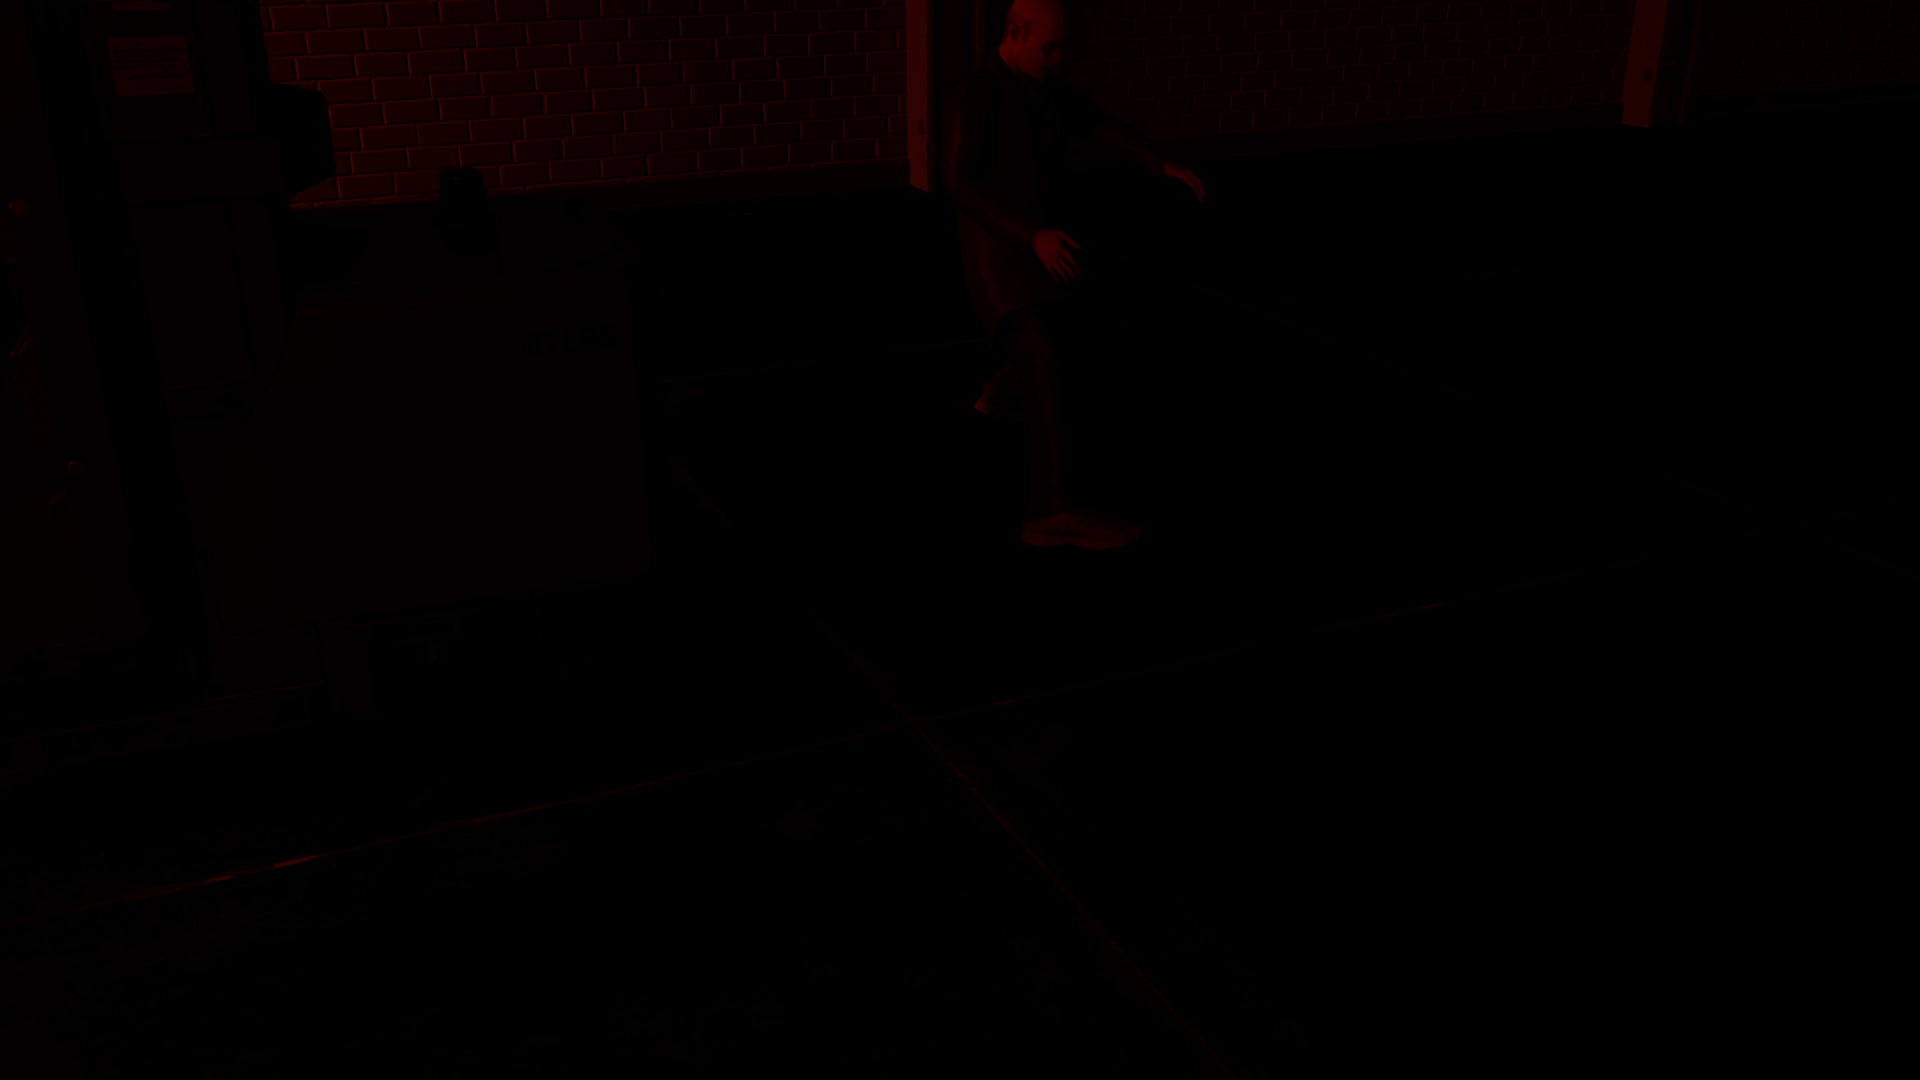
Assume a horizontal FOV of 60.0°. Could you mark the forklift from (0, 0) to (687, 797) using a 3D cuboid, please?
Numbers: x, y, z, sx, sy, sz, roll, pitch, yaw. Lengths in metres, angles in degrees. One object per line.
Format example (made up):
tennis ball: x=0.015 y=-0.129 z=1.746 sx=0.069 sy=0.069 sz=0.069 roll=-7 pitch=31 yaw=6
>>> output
forklift: x=-2.272 y=-0.974 z=3.630 sx=3.031 sy=2.935 sz=1.130 roll=-8 pitch=24 yaw=-19

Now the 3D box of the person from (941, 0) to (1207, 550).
person: x=0.339 y=-0.929 z=5.322 sx=1.050 sy=1.593 sz=1.202 roll=13 pitch=26 yaw=29
